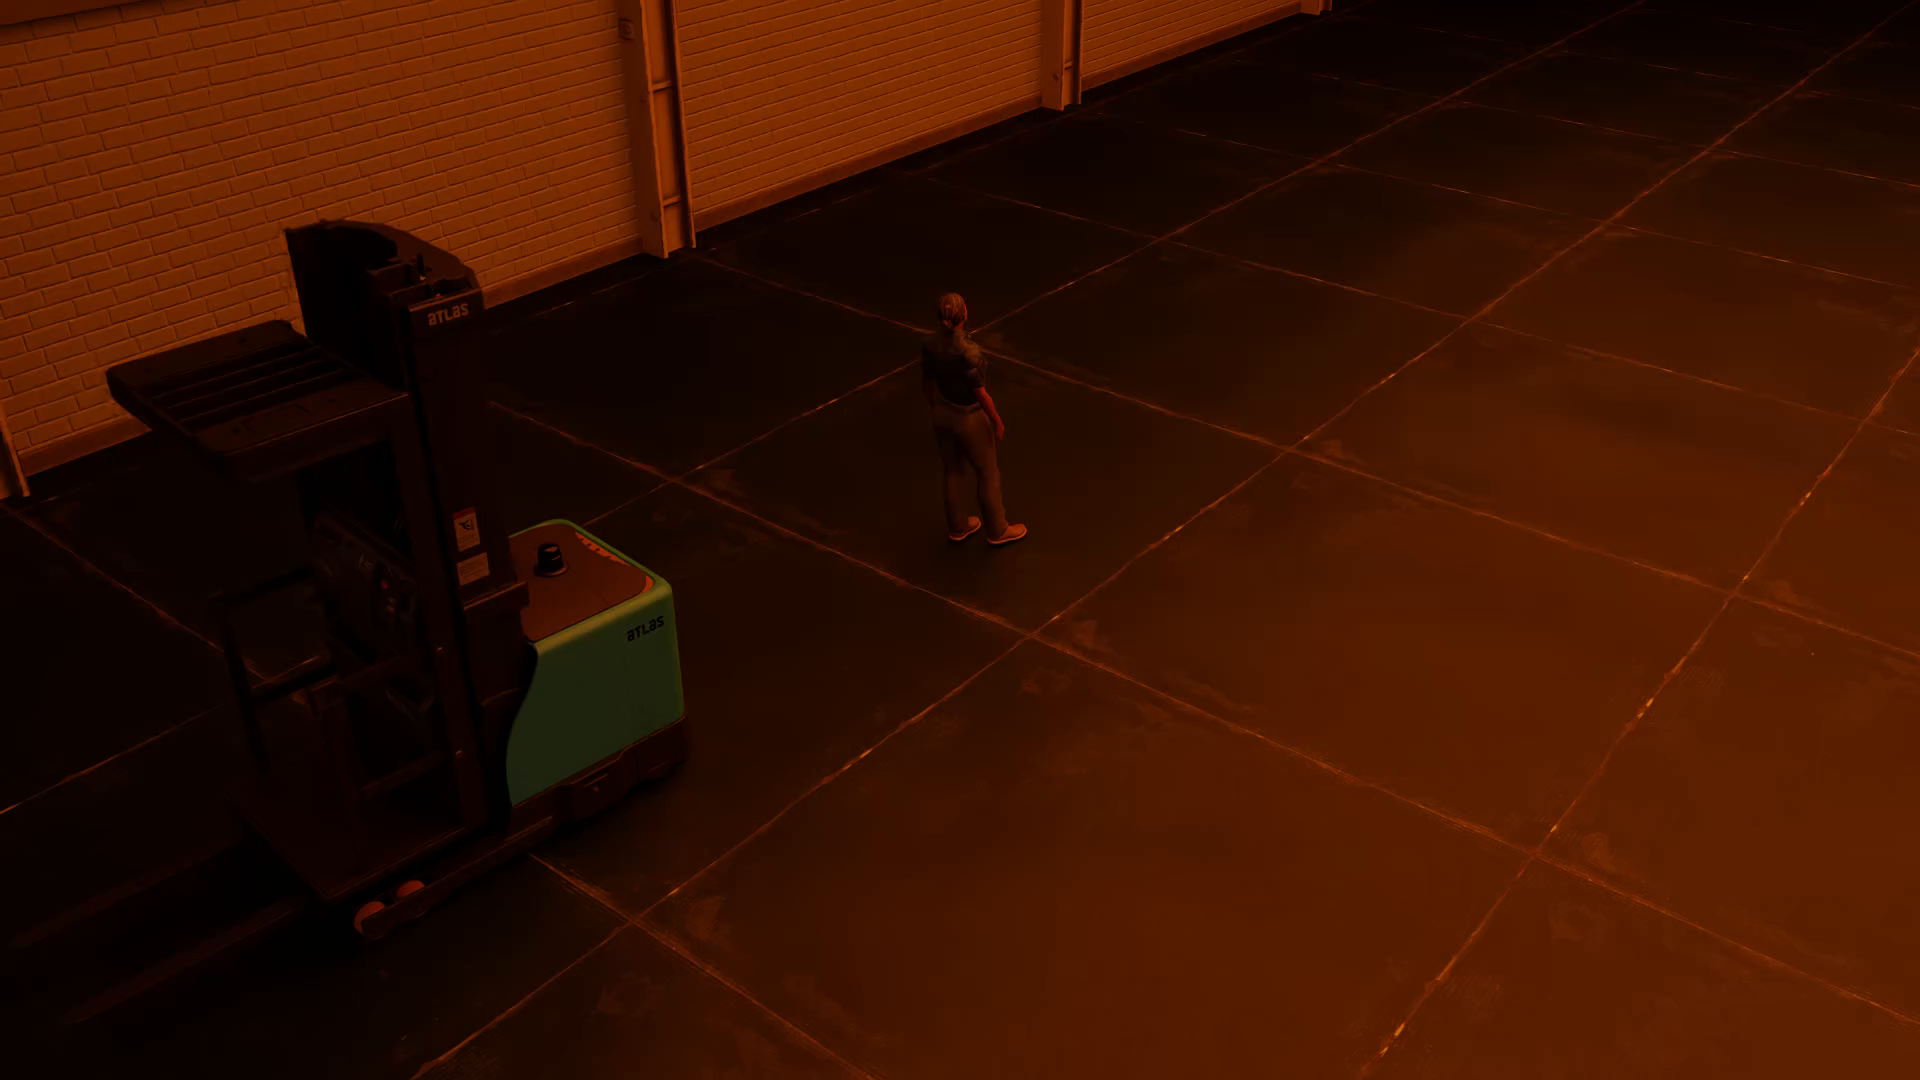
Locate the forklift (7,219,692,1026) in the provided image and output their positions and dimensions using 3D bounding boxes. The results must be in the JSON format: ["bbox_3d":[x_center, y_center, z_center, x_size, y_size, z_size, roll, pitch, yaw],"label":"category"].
[{"bbox_3d":[-2.771,0.227,7.206,1.130,2.935,3.031,27,40,38],"label":"forklift"}]

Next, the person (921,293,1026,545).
[{"bbox_3d":[0.071,-0.742,10.130,0.569,1.641,0.504,22,37,33],"label":"person"}]
